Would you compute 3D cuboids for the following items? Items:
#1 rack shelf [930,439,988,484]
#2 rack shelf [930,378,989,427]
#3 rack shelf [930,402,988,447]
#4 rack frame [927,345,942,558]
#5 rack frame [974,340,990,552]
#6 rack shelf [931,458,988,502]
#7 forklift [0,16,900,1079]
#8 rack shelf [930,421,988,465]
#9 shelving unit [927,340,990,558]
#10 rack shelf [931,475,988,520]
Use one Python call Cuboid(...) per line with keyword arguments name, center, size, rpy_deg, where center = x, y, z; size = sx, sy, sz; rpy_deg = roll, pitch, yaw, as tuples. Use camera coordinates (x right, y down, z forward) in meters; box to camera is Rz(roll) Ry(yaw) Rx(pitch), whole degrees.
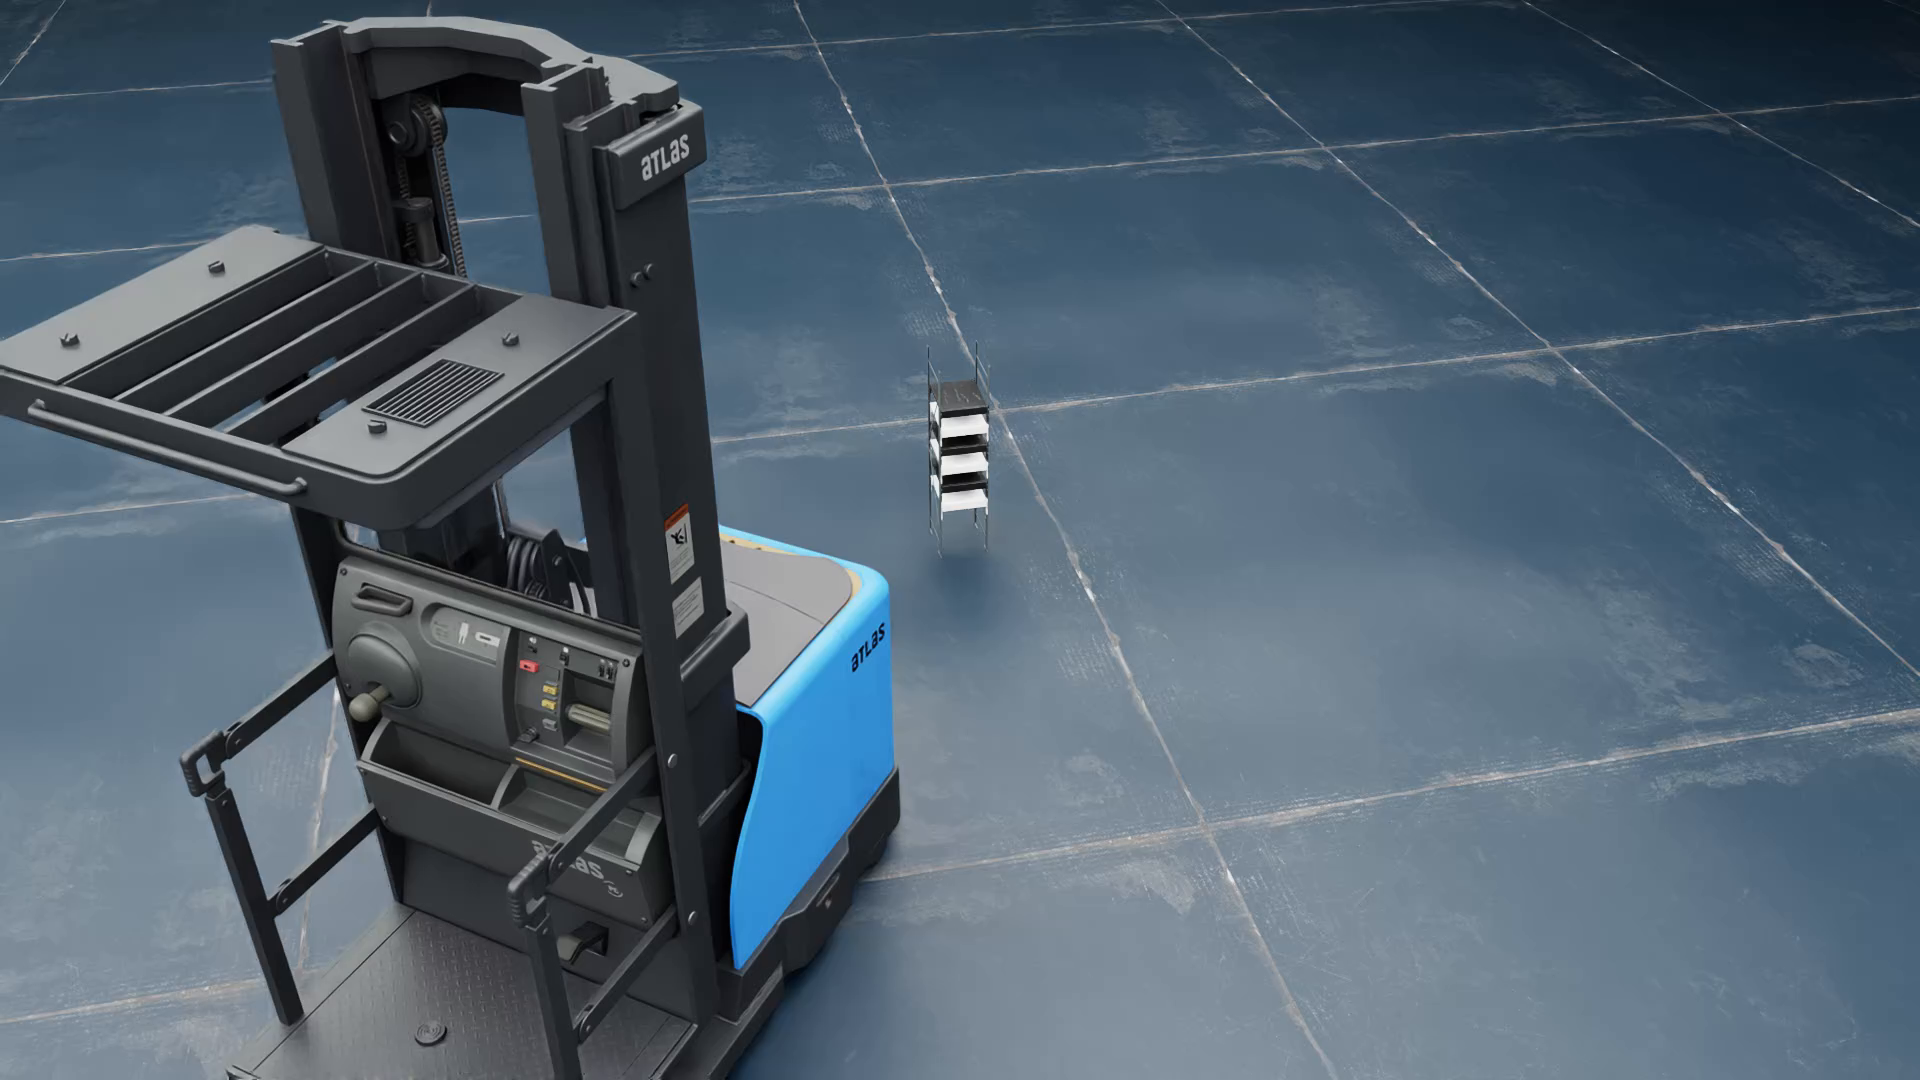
Cuboid(name="rack shelf", center=(-0.008, -0.345, 7.016), size=(0.200, 0.077, 0.258), rpy_deg=(-7, 35, -11))
Cuboid(name="rack shelf", center=(-0.008, -0.569, 6.866), size=(0.200, 0.077, 0.258), rpy_deg=(-7, 35, -11))
Cuboid(name="rack shelf", center=(-0.008, -0.494, 6.916), size=(0.200, 0.077, 0.258), rpy_deg=(-7, 35, -11))
Cuboid(name="rack frame", center=(-0.107, -0.360, 6.979), size=(0.006, 0.900, 0.240), rpy_deg=(-7, 35, -11))
Cuboid(name="rack frame", center=(0.091, -0.385, 7.016), size=(0.006, 0.900, 0.240), rpy_deg=(-7, 35, -11))
Cuboid(name="rack shelf", center=(-0.008, -0.270, 7.066), size=(0.200, 0.077, 0.258), rpy_deg=(-7, 35, -11))
Cuboid(name="forklift", center=(-1.298, 0.396, 4.030), size=(1.130, 2.935, 3.031), rpy_deg=(15, 37, 21))
Cuboid(name="rack shelf", center=(-0.008, -0.420, 6.966), size=(0.200, 0.077, 0.258), rpy_deg=(-7, 35, -11))
Cuboid(name="shelving unit", center=(-0.008, -0.373, 6.998), size=(0.210, 0.900, 0.258), rpy_deg=(-7, 35, -11))
Cuboid(name="rack shelf", center=(-0.008, -0.196, 7.117), size=(0.200, 0.077, 0.258), rpy_deg=(-7, 35, -11))
